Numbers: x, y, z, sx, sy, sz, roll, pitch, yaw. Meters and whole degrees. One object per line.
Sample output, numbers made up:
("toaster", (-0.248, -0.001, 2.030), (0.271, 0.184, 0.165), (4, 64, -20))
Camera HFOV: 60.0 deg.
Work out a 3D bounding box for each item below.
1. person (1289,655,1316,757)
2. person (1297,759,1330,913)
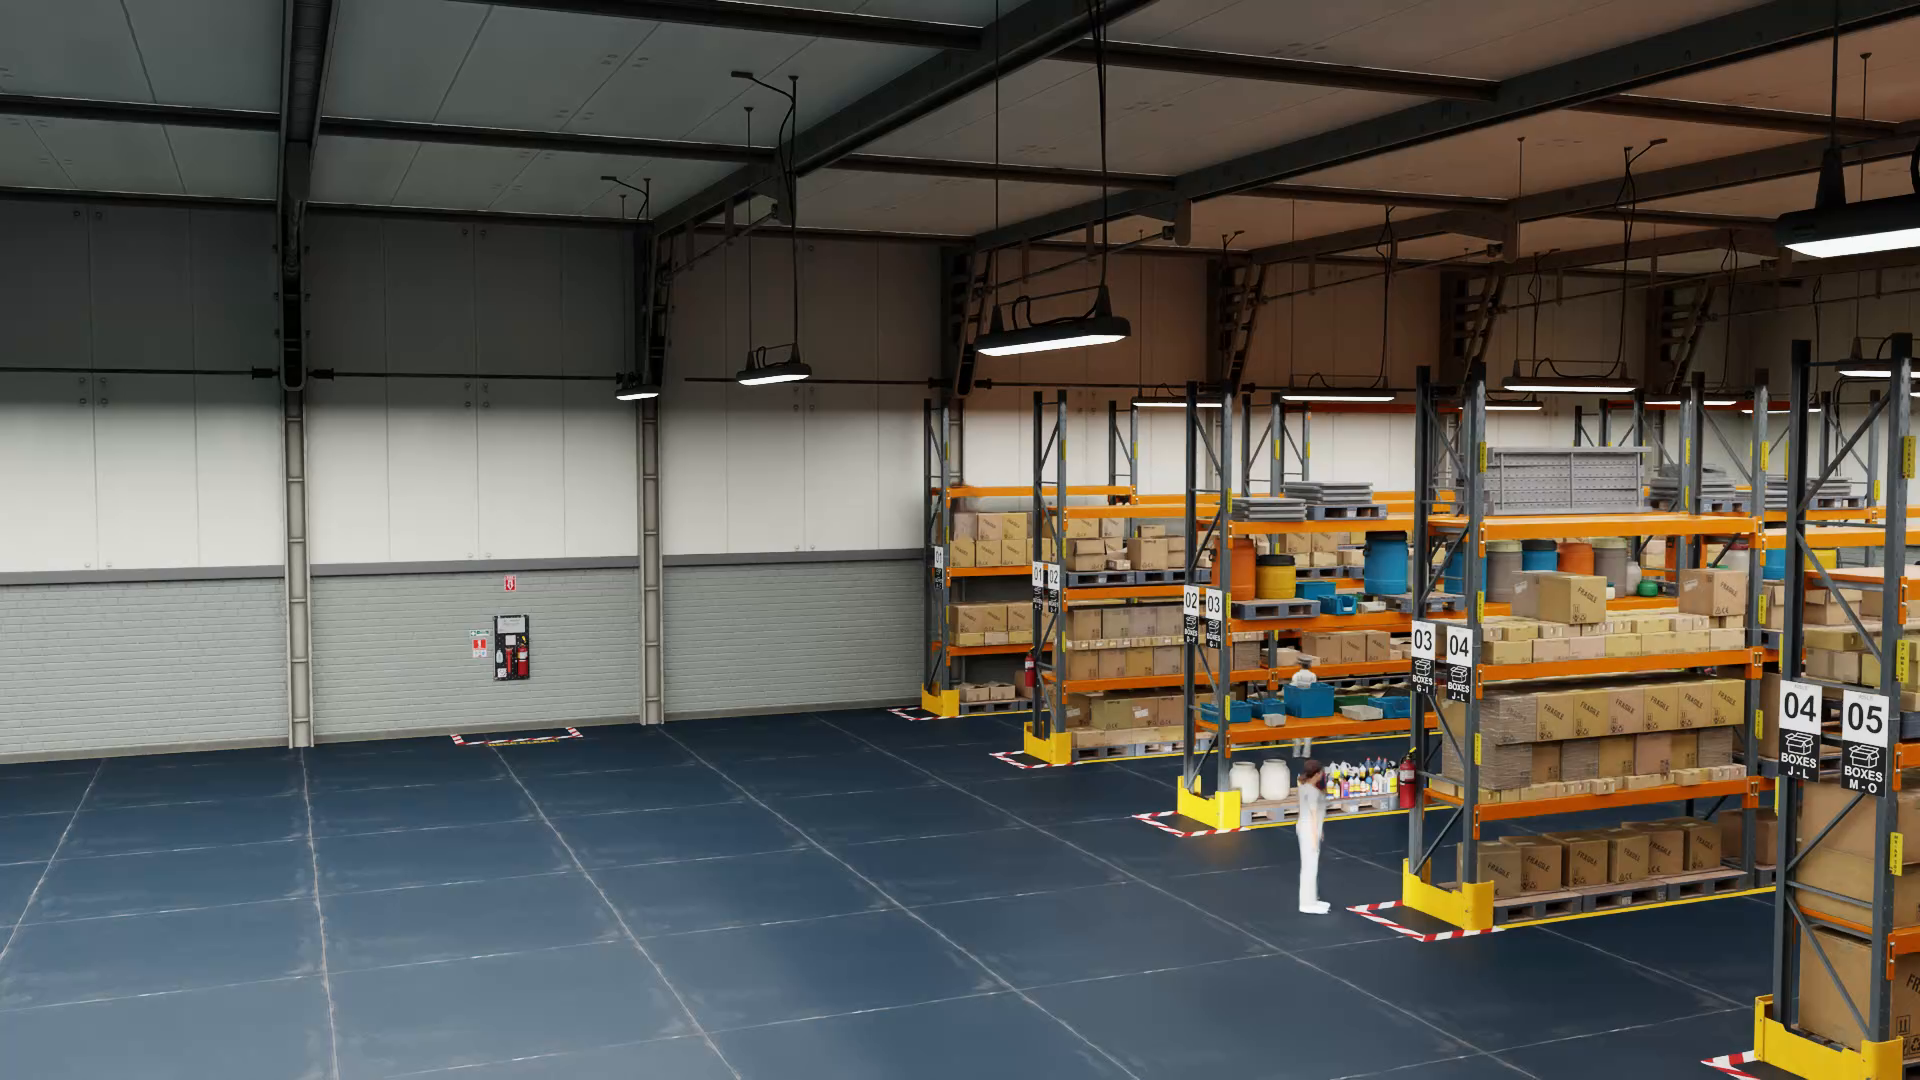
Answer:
("person", (5.573, 2.723, 27.183), (0.494, 1.685, 0.367), (-1, 4, -17))
("person", (3.889, 3.241, 18.258), (0.384, 1.684, 0.452), (0, 3, 1))
